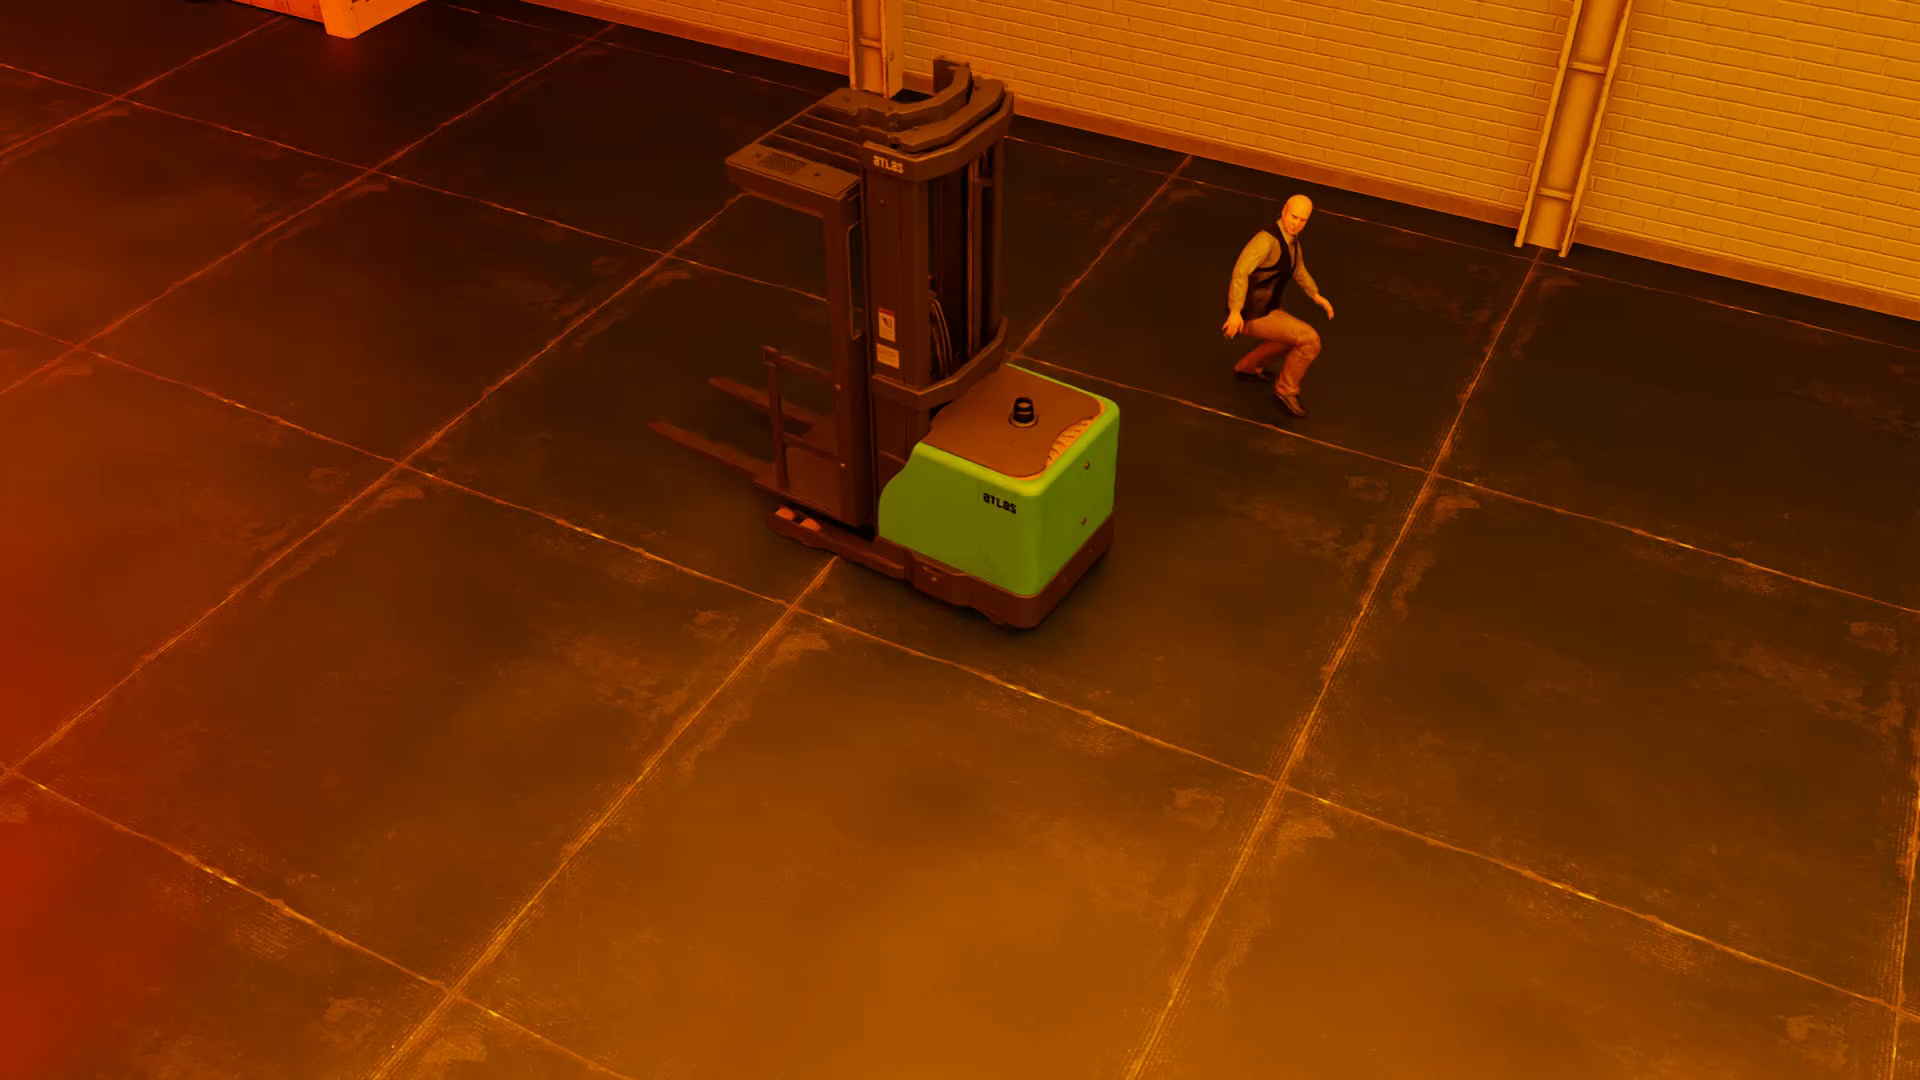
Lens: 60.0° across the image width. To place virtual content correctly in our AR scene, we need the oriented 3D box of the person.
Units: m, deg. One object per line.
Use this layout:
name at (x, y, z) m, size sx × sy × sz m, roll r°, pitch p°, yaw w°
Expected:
person at (2.545, -1.831, 11.183) m, size 0.667 × 1.675 × 0.765 m, roll 21°, pitch 44°, yaw 23°

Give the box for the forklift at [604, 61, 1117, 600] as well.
forklift at (-0.606, -1.157, 9.360) m, size 3.031 × 2.935 × 1.130 m, roll 3°, pitch 40°, yaw 4°
